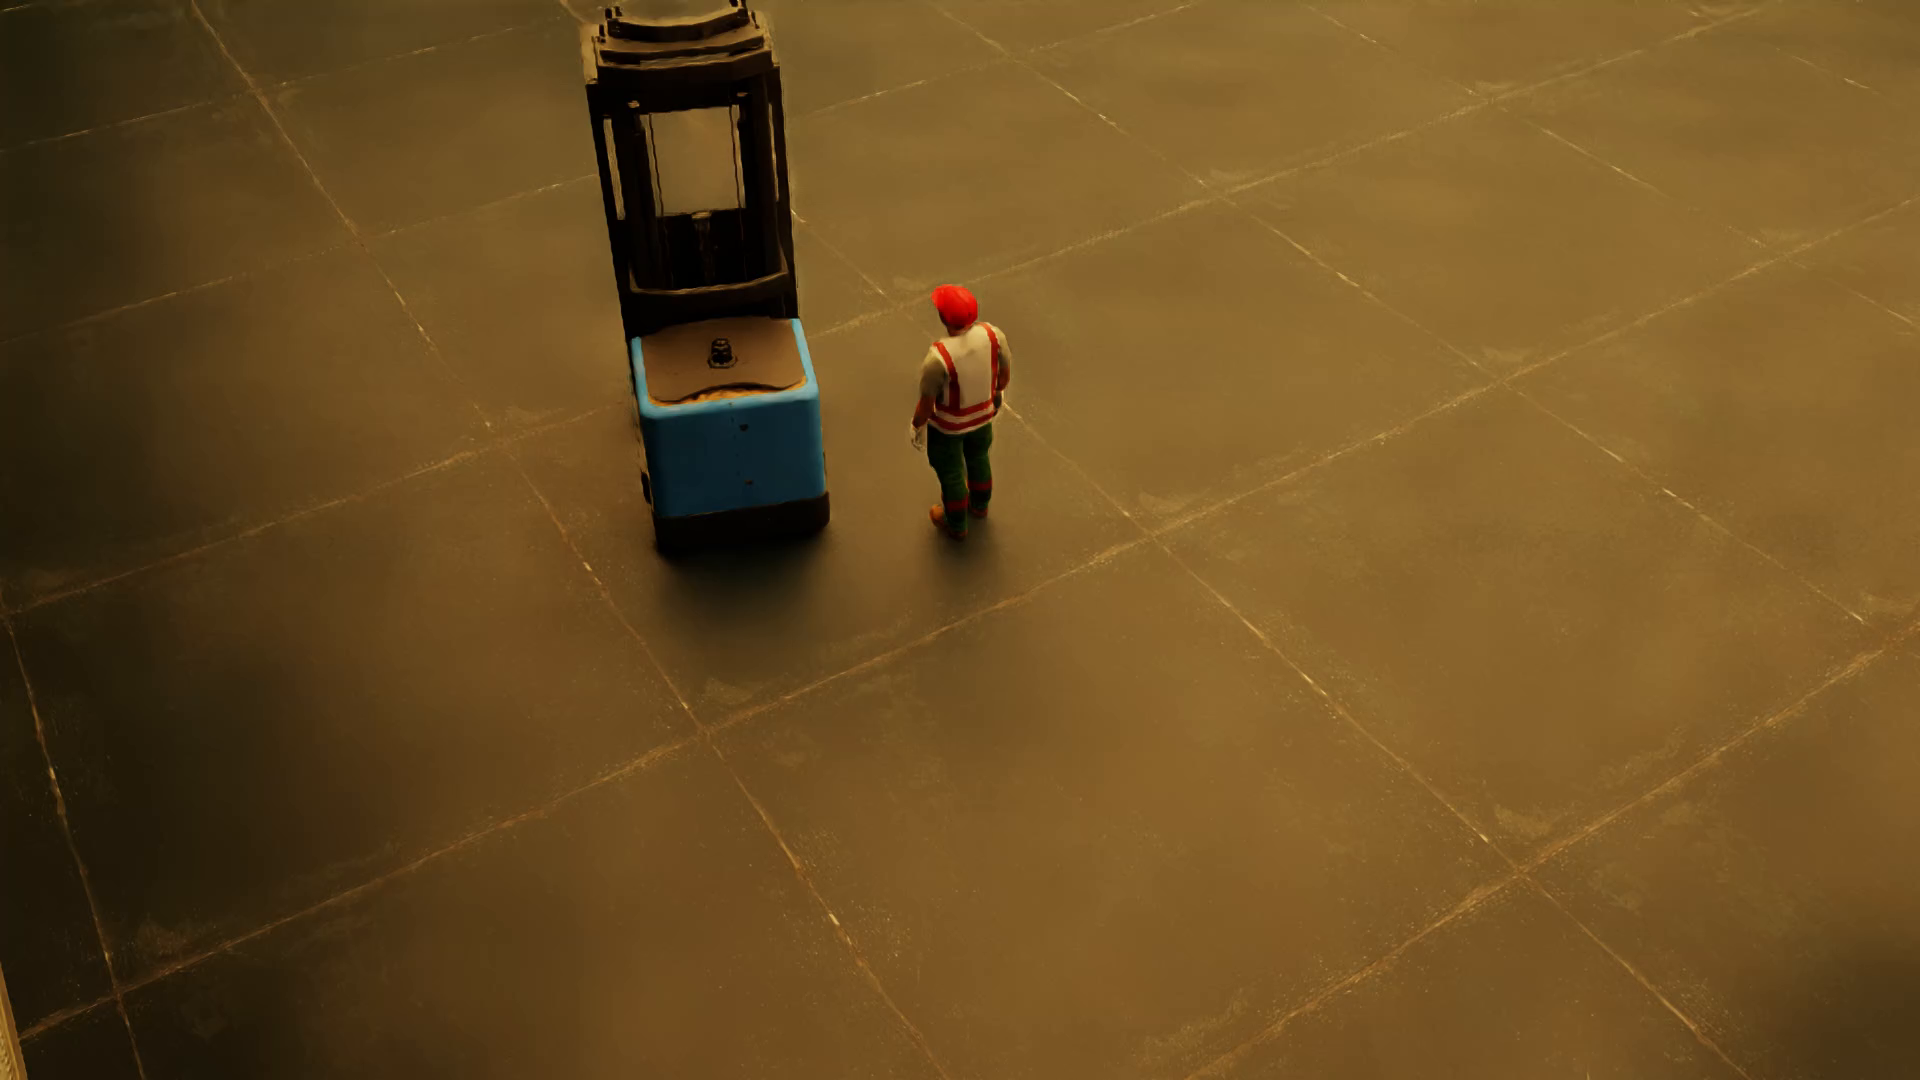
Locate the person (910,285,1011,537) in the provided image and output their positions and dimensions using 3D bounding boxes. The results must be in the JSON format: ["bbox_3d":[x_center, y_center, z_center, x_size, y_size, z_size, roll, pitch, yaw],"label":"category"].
[{"bbox_3d":[-0.040,-0.756,9.534,0.635,1.787,0.556,-23,46,-24],"label":"person"}]

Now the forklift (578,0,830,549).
[{"bbox_3d":[-1.613,-2.027,10.190,1.130,2.935,3.031,-8,42,-9],"label":"forklift"}]
